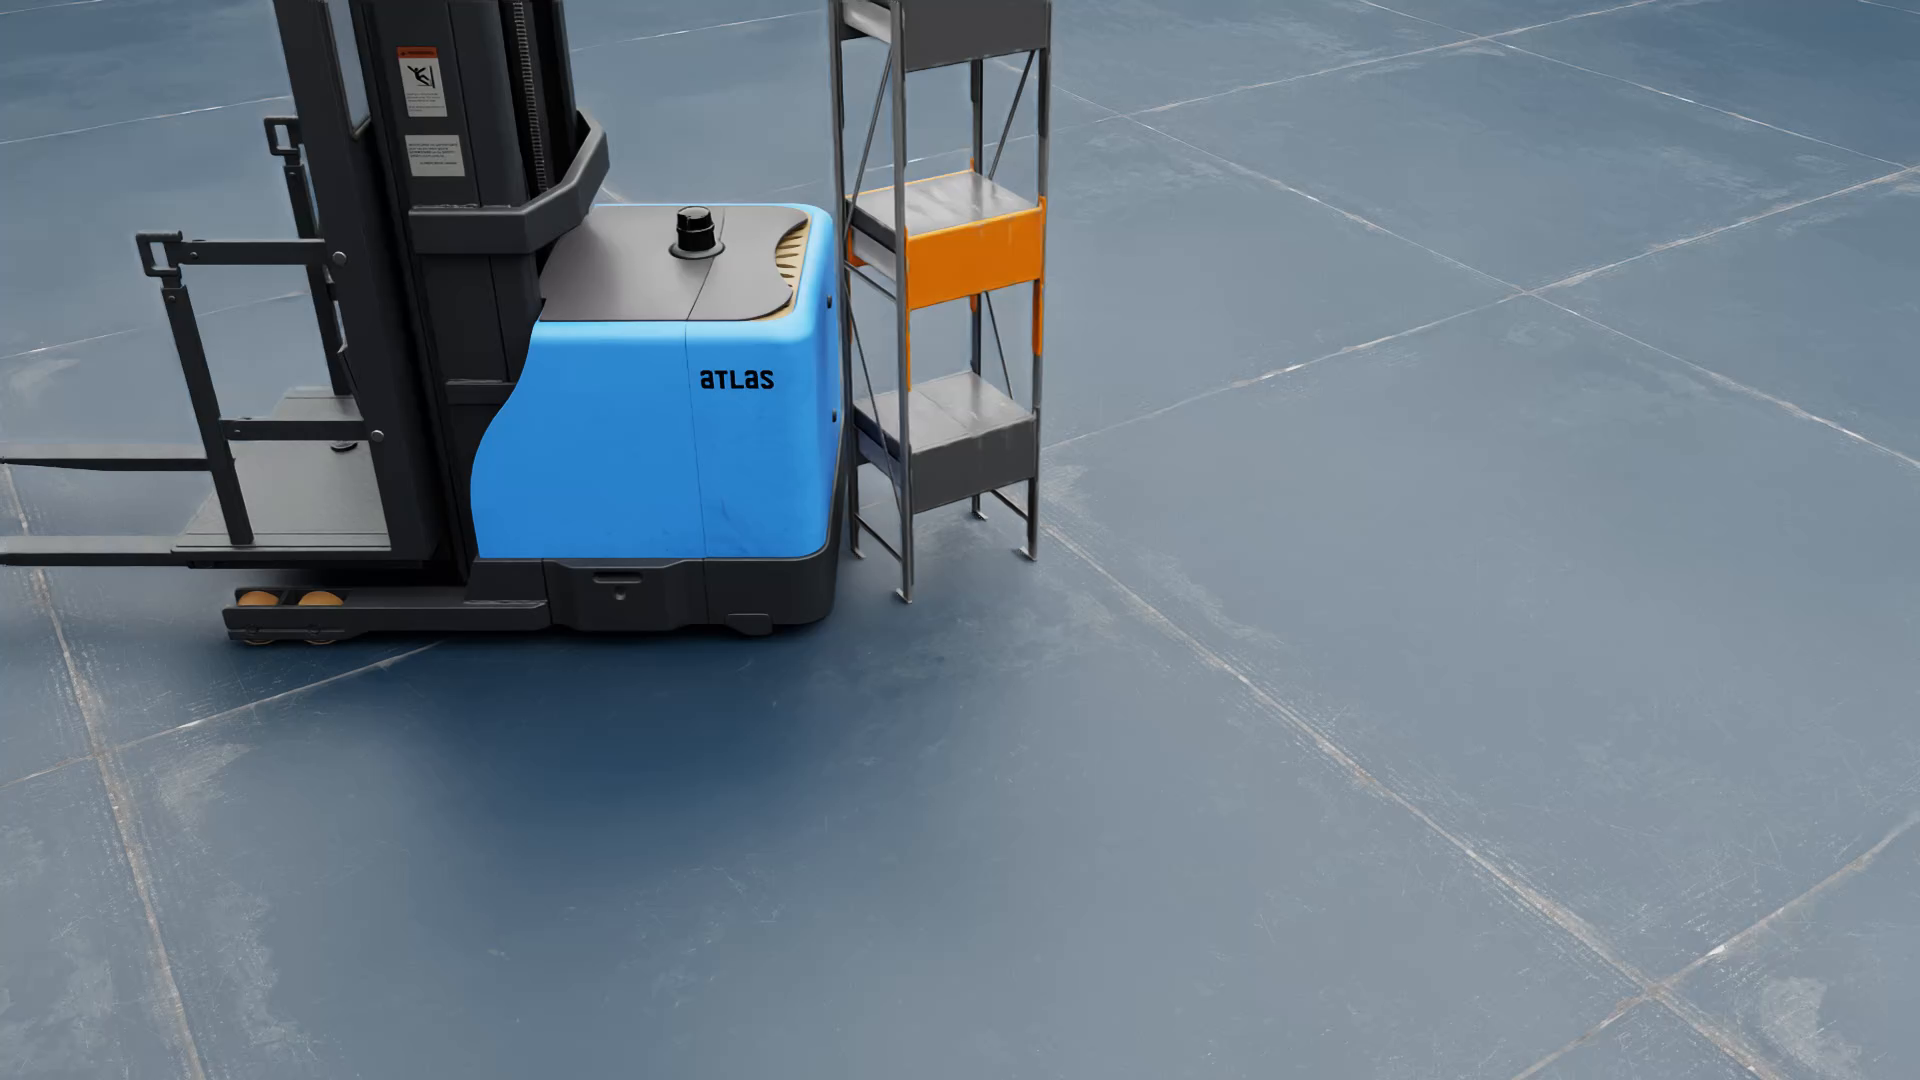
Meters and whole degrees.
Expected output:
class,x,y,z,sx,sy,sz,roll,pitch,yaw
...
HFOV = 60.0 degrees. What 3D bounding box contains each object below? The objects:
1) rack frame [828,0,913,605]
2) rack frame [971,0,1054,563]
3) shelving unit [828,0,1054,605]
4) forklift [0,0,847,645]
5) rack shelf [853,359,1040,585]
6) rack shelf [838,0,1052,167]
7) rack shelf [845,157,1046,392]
class,x,y,z,sx,sy,sz,roll,pitch,yaw
rack frame,-0.265,-0.768,5.000,0.015,2.100,0.400,-18,36,-26
rack frame,0.151,-0.904,5.215,0.015,2.100,0.400,-18,36,-26
shelving unit,-0.057,-0.836,5.107,0.503,2.100,0.431,-18,36,-26
forklift,-1.921,-1.193,4.895,3.031,2.935,1.130,0,32,0
rack shelf,-0.057,-0.232,5.488,0.480,0.518,0.431,-18,36,-26
rack shelf,-0.057,-1.416,4.741,0.480,0.518,0.431,-18,36,-26
rack shelf,-0.057,-0.824,5.114,0.480,0.518,0.431,-18,36,-26
